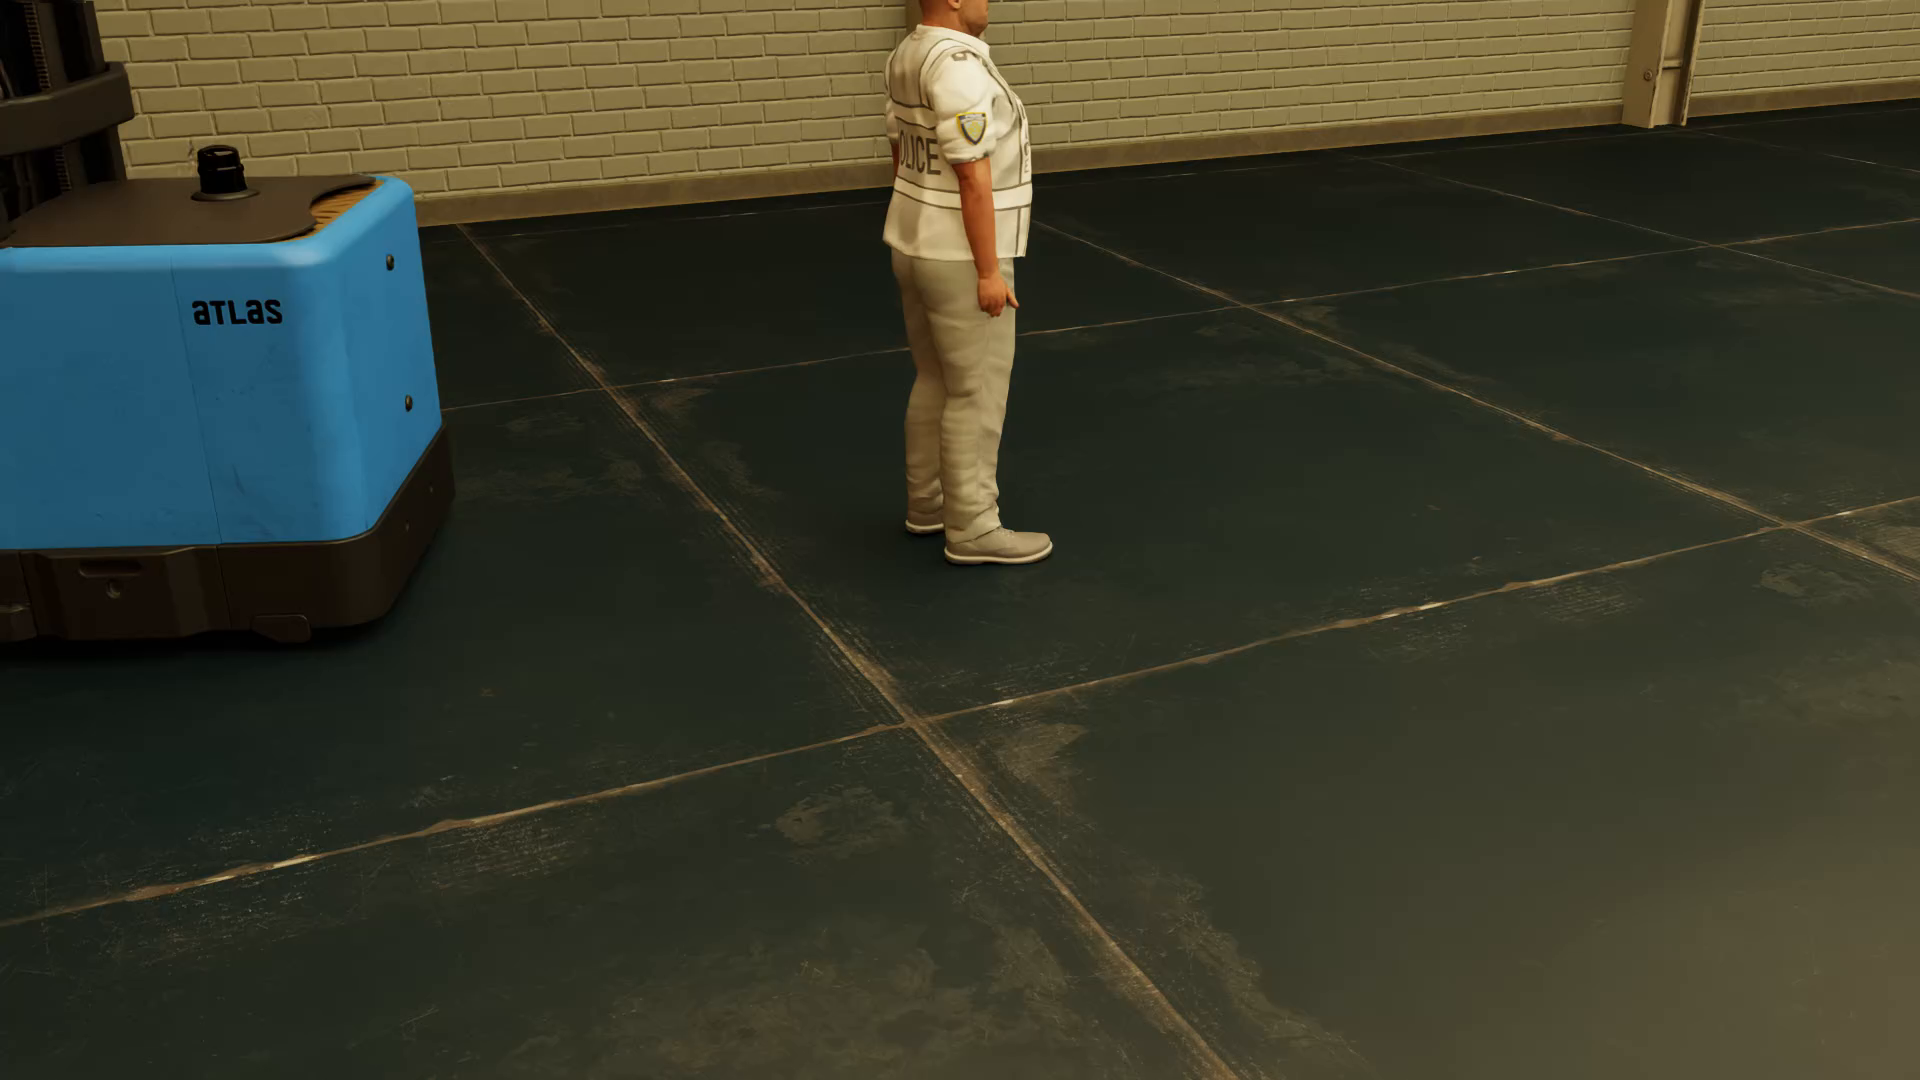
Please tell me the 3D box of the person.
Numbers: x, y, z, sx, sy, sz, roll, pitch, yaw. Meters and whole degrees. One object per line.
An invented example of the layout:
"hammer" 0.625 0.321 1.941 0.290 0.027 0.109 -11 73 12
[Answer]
"person" 0.003 -0.820 4.773 0.407 1.776 0.524 -10 25 -23

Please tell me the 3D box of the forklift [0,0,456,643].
"forklift" -3.073 -1.220 4.223 3.031 2.935 1.130 -2 23 -4
